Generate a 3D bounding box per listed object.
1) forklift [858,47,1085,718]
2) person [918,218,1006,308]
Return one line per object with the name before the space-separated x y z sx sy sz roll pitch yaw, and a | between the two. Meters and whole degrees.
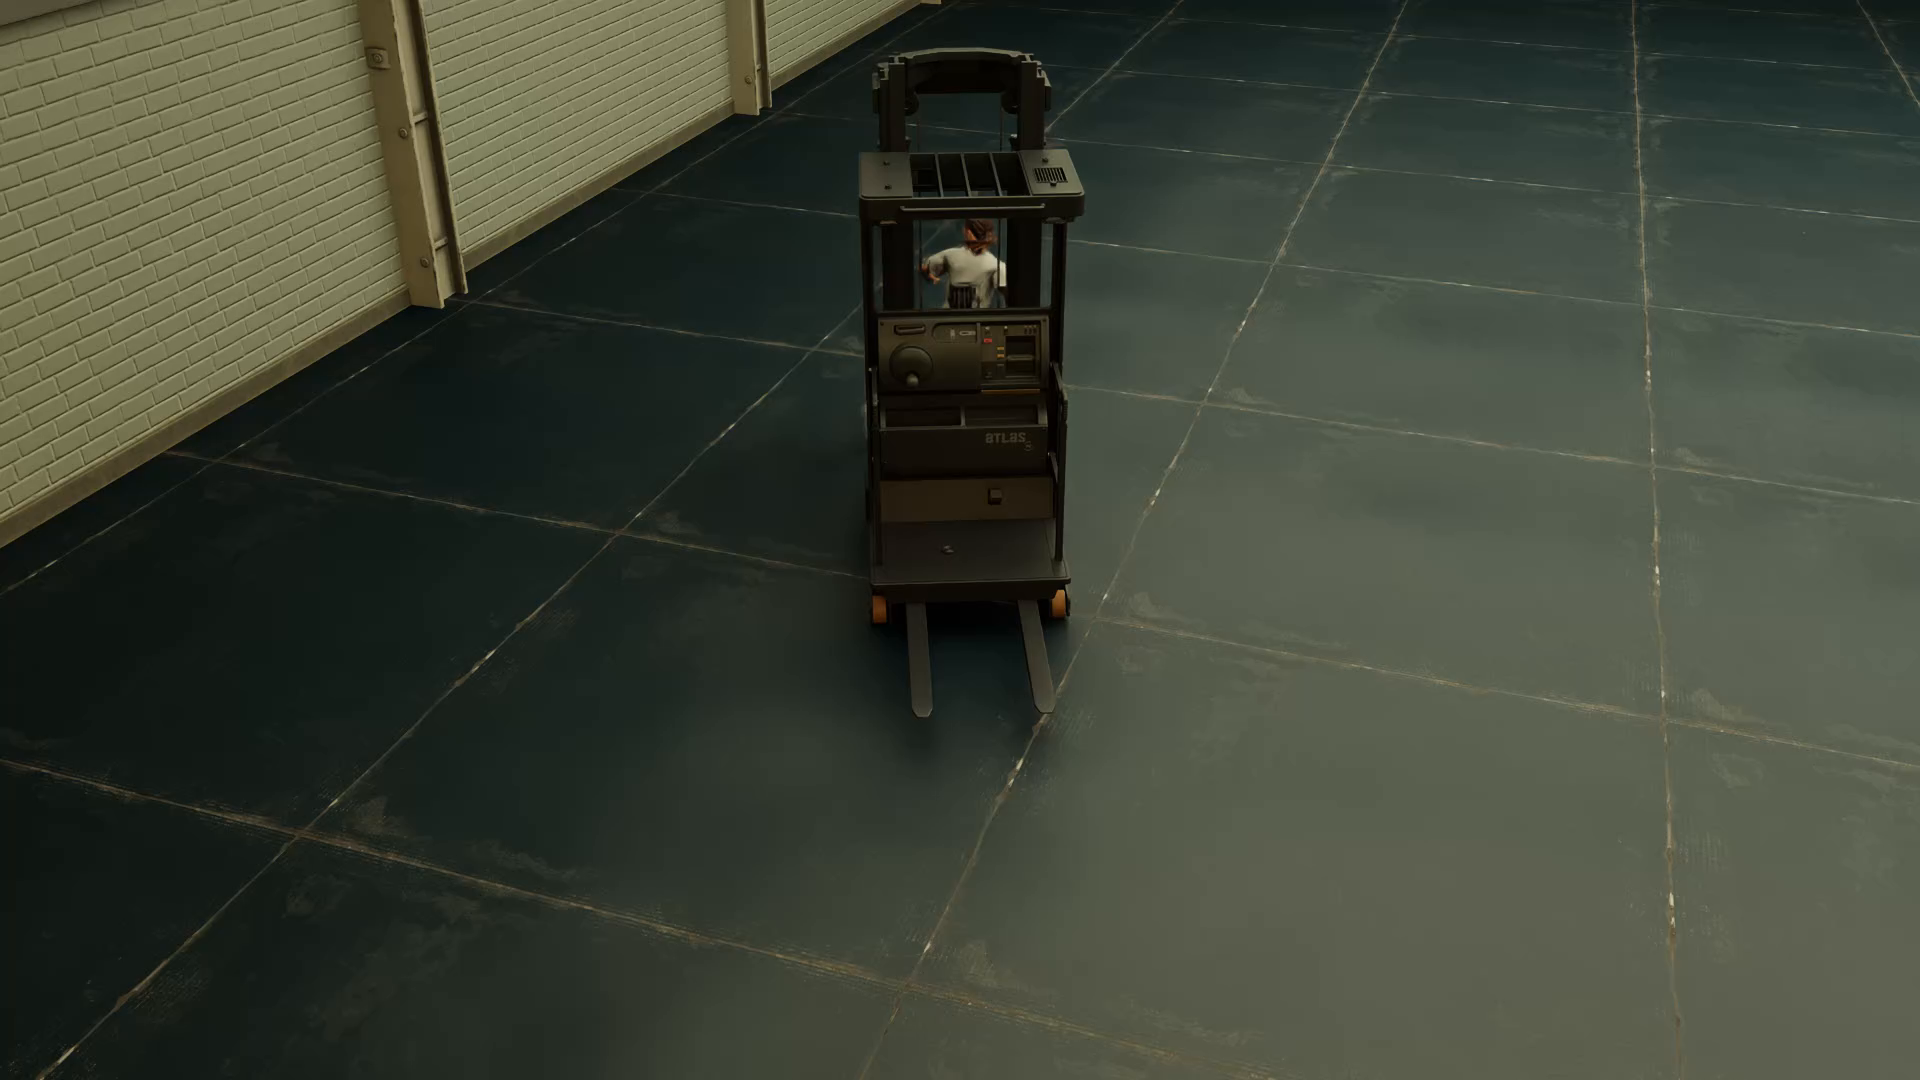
forklift | 0.035 -0.972 8.842 1.130 2.935 3.031 -2 30 -3
person | 0.109 -1.388 11.098 1.001 1.615 0.525 16 33 26
